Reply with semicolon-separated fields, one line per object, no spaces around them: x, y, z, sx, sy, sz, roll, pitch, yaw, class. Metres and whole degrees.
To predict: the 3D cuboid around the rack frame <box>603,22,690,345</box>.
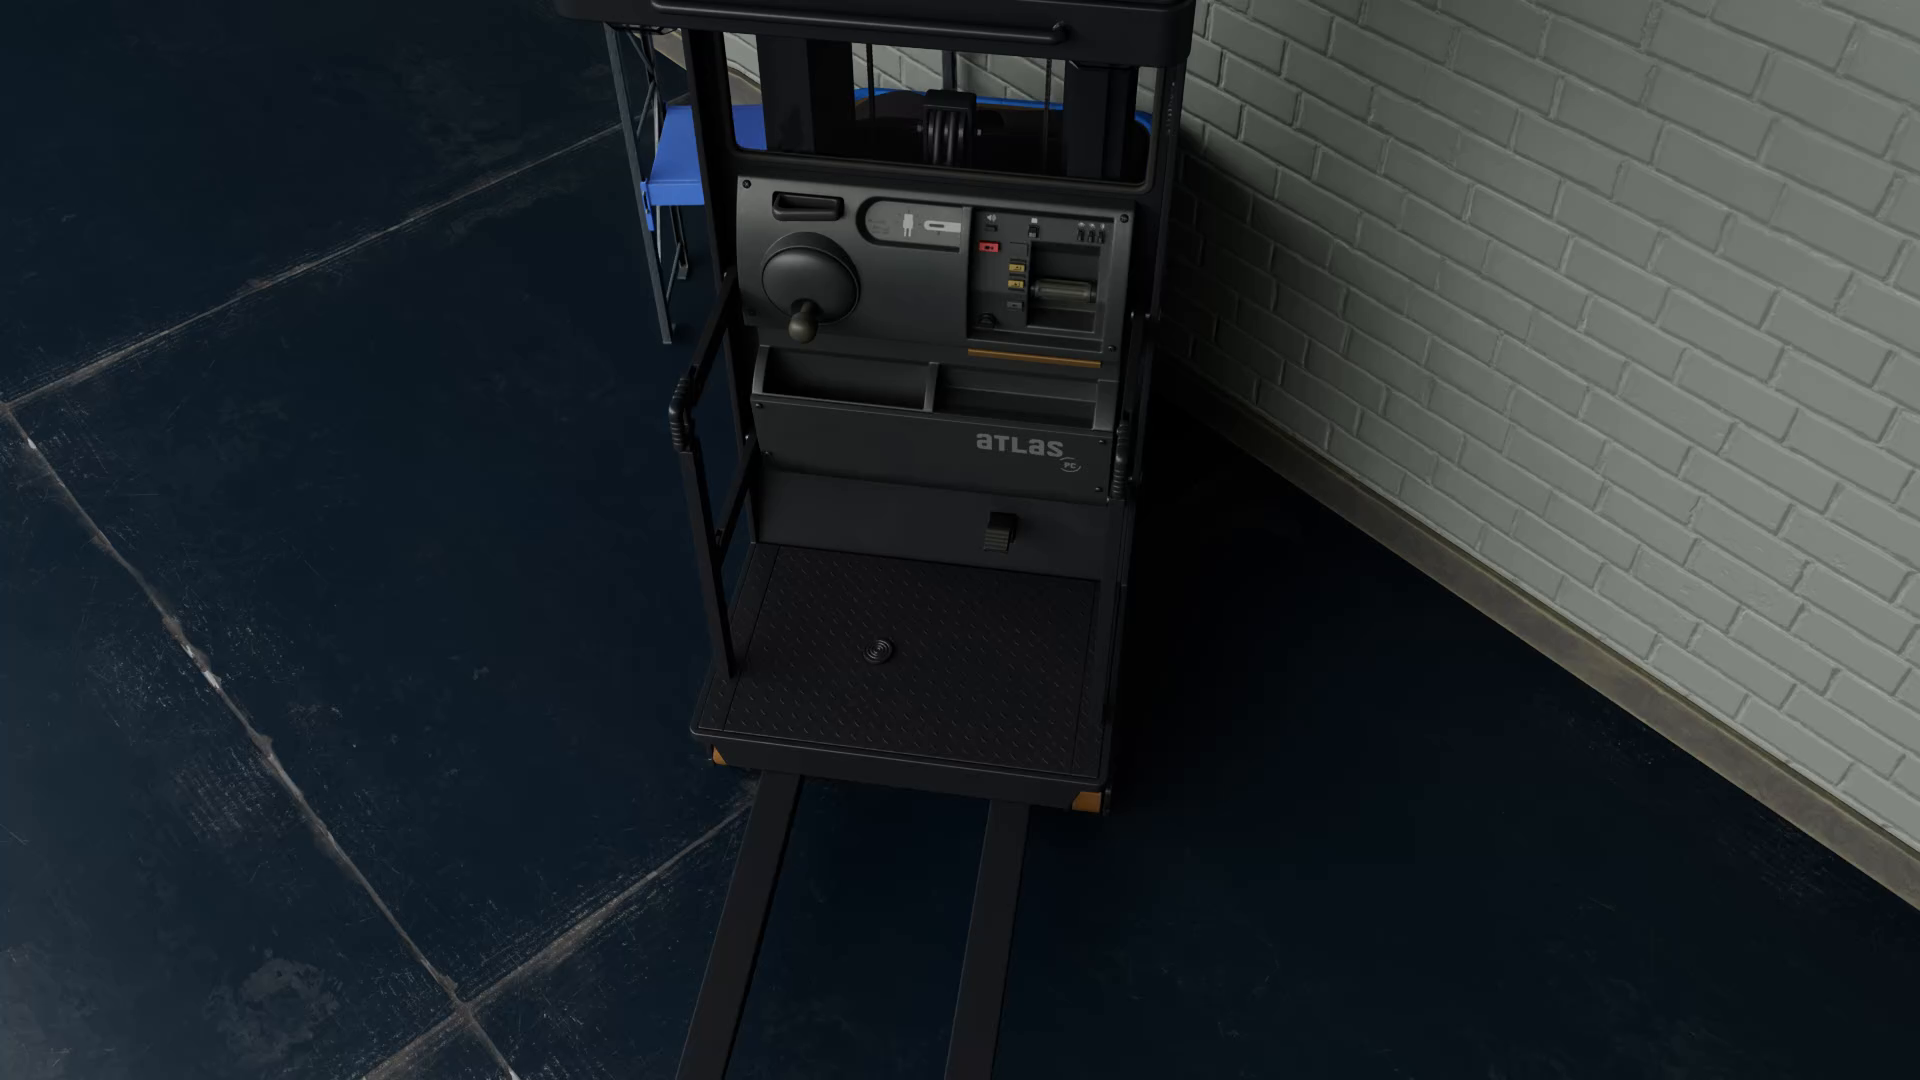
-1.044;-1.398;5.501;0.032;1.500;0.500;-1;44;1;rack frame

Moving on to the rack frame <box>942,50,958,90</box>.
-0.028;-1.409;5.477;0.032;1.500;0.500;-1;44;1;rack frame

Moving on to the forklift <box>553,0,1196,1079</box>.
-0.095;-0.538;3.752;1.130;2.935;3.031;6;48;6;forklift

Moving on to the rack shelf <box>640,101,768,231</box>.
-0.531;-1.275;5.614;1.000;0.185;0.538;-1;44;1;rack shelf

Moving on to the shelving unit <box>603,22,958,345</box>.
-0.536;-1.404;5.489;1.048;1.500;0.538;-1;44;1;shelving unit
